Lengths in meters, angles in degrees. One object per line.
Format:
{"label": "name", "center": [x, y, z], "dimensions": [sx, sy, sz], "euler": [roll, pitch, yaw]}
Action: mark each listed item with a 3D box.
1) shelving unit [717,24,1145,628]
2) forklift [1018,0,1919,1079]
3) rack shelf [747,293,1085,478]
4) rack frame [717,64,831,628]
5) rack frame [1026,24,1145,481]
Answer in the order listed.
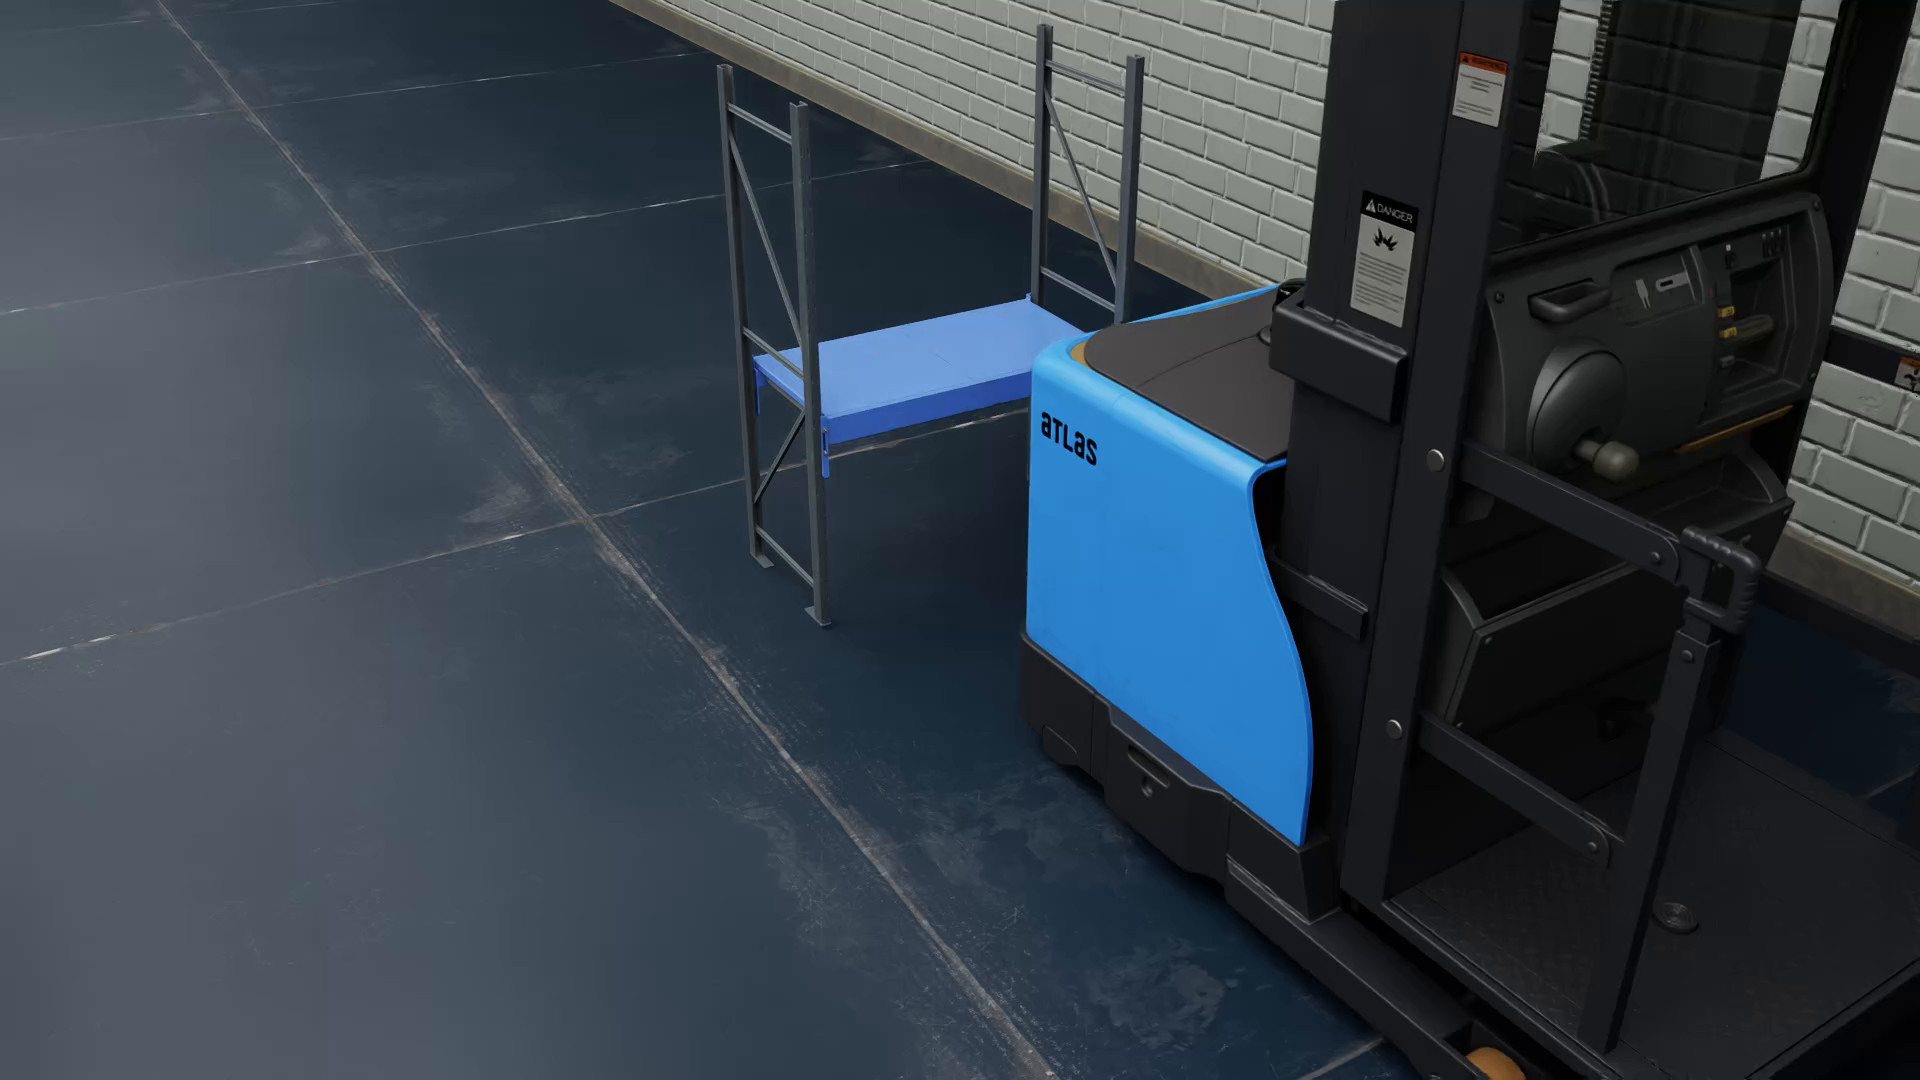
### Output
{"label": "shelving unit", "center": [-0.074, -0.636, 4.850], "dimensions": [1.048, 1.500, 0.538], "euler": [-16, 33, -26]}
{"label": "forklift", "center": [1.379, -0.326, 2.807], "dimensions": [1.130, 2.935, 3.031], "euler": [-18, 33, -29]}
{"label": "rack shelf", "center": [-0.074, -0.478, 4.937], "dimensions": [1.000, 0.185, 0.538], "euler": [-16, 33, -26]}
{"label": "rack frame", "center": [-0.512, -0.511, 4.624], "dimensions": [0.032, 1.500, 0.500], "euler": [-16, 33, -26]}
{"label": "rack frame", "center": [0.365, -0.760, 5.075], "dimensions": [0.032, 1.500, 0.500], "euler": [-16, 33, -26]}
